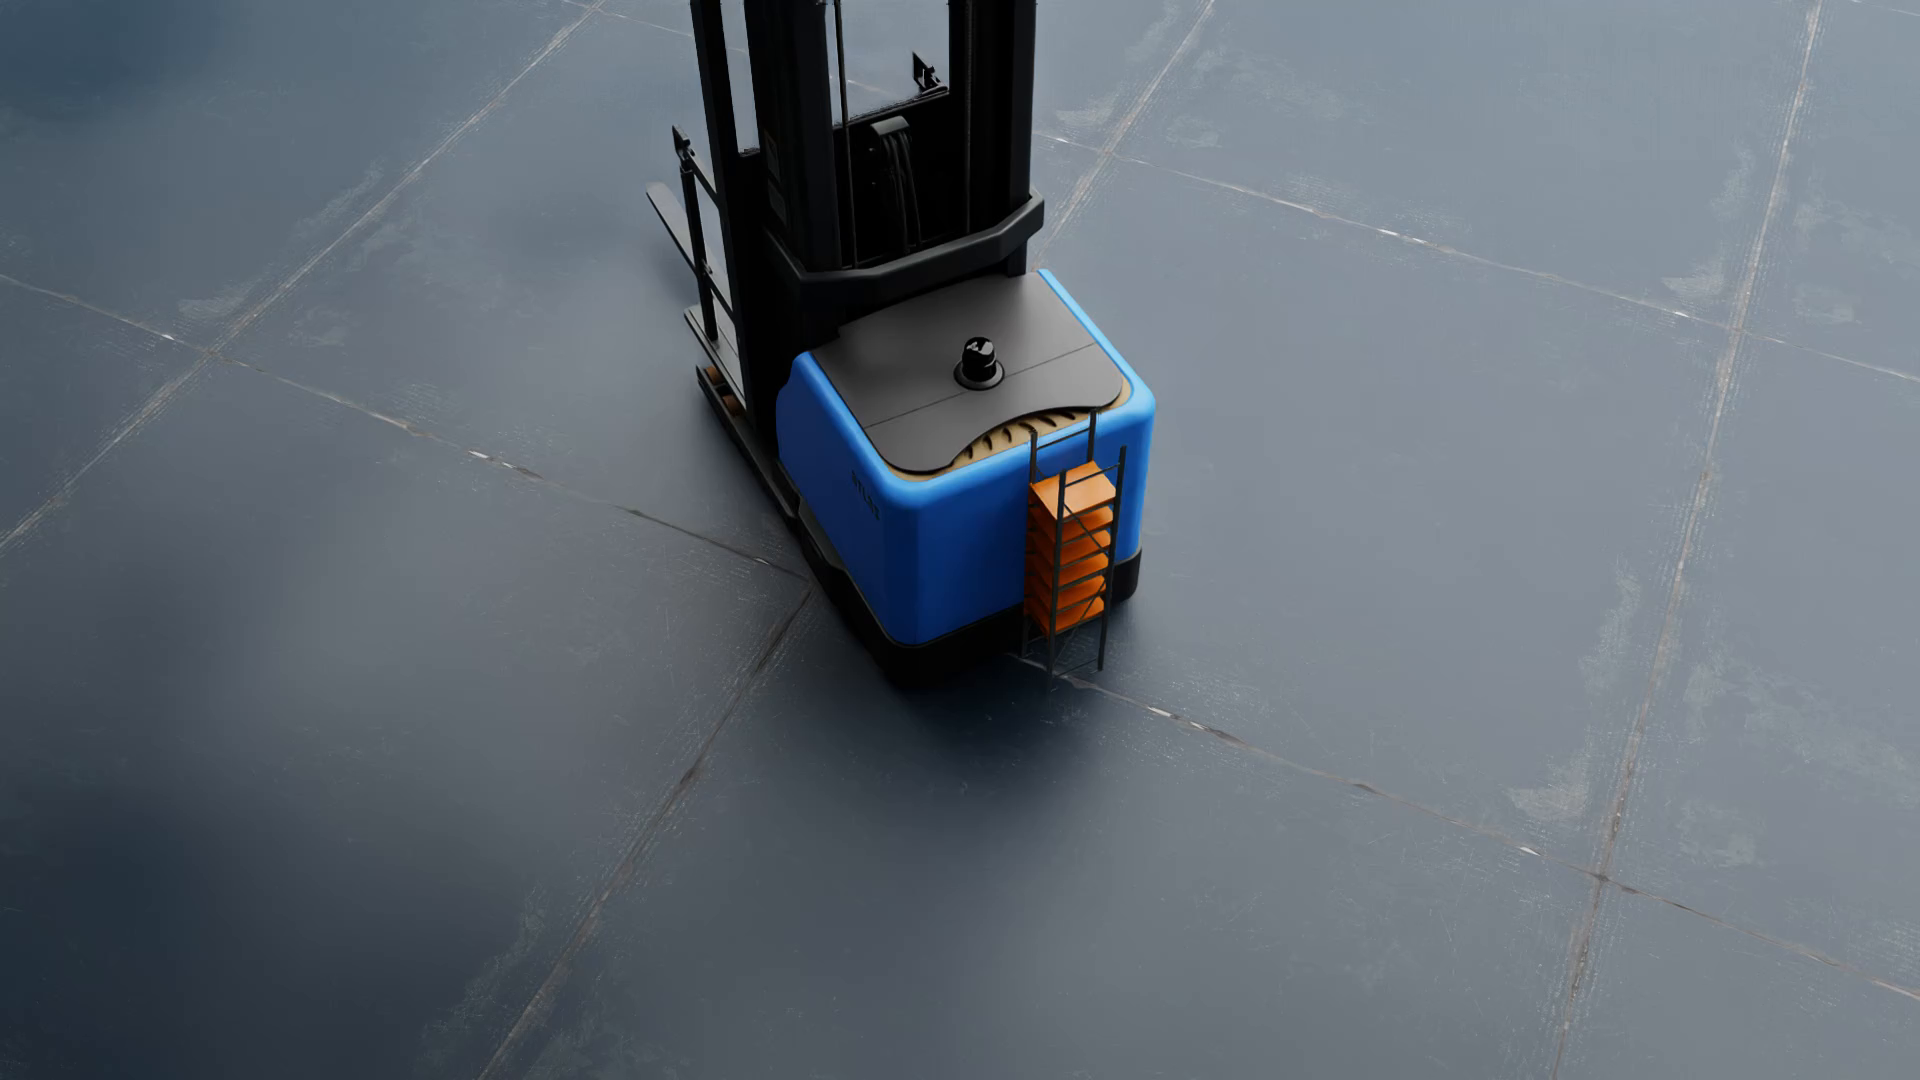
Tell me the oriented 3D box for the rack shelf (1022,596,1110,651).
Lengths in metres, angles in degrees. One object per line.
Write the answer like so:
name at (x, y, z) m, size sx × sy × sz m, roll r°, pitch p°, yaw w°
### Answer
rack shelf at (0.377, 0.255, 5.933) m, size 0.258 × 0.103 × 0.180 m, roll -22°, pitch 53°, yaw -17°

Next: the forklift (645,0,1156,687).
forklift at (-0.453, -1.547, 5.957) m, size 1.130 × 2.935 × 3.031 m, roll -22°, pitch 53°, yaw -17°

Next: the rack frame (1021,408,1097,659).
rack frame at (0.334, 0.009, 5.770) m, size 0.240 × 1.200 × 0.006 m, roll -22°, pitch 53°, yaw -17°

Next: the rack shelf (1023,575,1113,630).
rack shelf at (0.377, 0.177, 5.842) m, size 0.258 × 0.103 × 0.180 m, roll -22°, pitch 53°, yaw -17°

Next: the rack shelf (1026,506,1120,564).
rack shelf at (0.377, -0.057, 5.569) m, size 0.258 × 0.103 × 0.180 m, roll -22°, pitch 53°, yaw -17°

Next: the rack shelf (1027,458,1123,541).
rack shelf at (0.377, -0.135, 5.477) m, size 0.258 × 0.103 × 0.180 m, roll -22°, pitch 53°, yaw -17°

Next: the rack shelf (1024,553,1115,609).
rack shelf at (0.377, 0.099, 5.751) m, size 0.258 × 0.103 × 0.180 m, roll -22°, pitch 53°, yaw -17°

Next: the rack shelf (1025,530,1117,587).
rack shelf at (0.377, 0.021, 5.660) m, size 0.258 × 0.103 × 0.180 m, roll -22°, pitch 53°, yaw -17°

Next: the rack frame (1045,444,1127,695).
rack frame at (0.419, 0.132, 5.664) m, size 0.240 × 1.200 × 0.006 m, roll -22°, pitch 53°, yaw -17°

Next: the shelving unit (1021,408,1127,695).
shelving unit at (0.377, 0.070, 5.717) m, size 0.258 × 1.200 × 0.189 m, roll -22°, pitch 53°, yaw -17°
